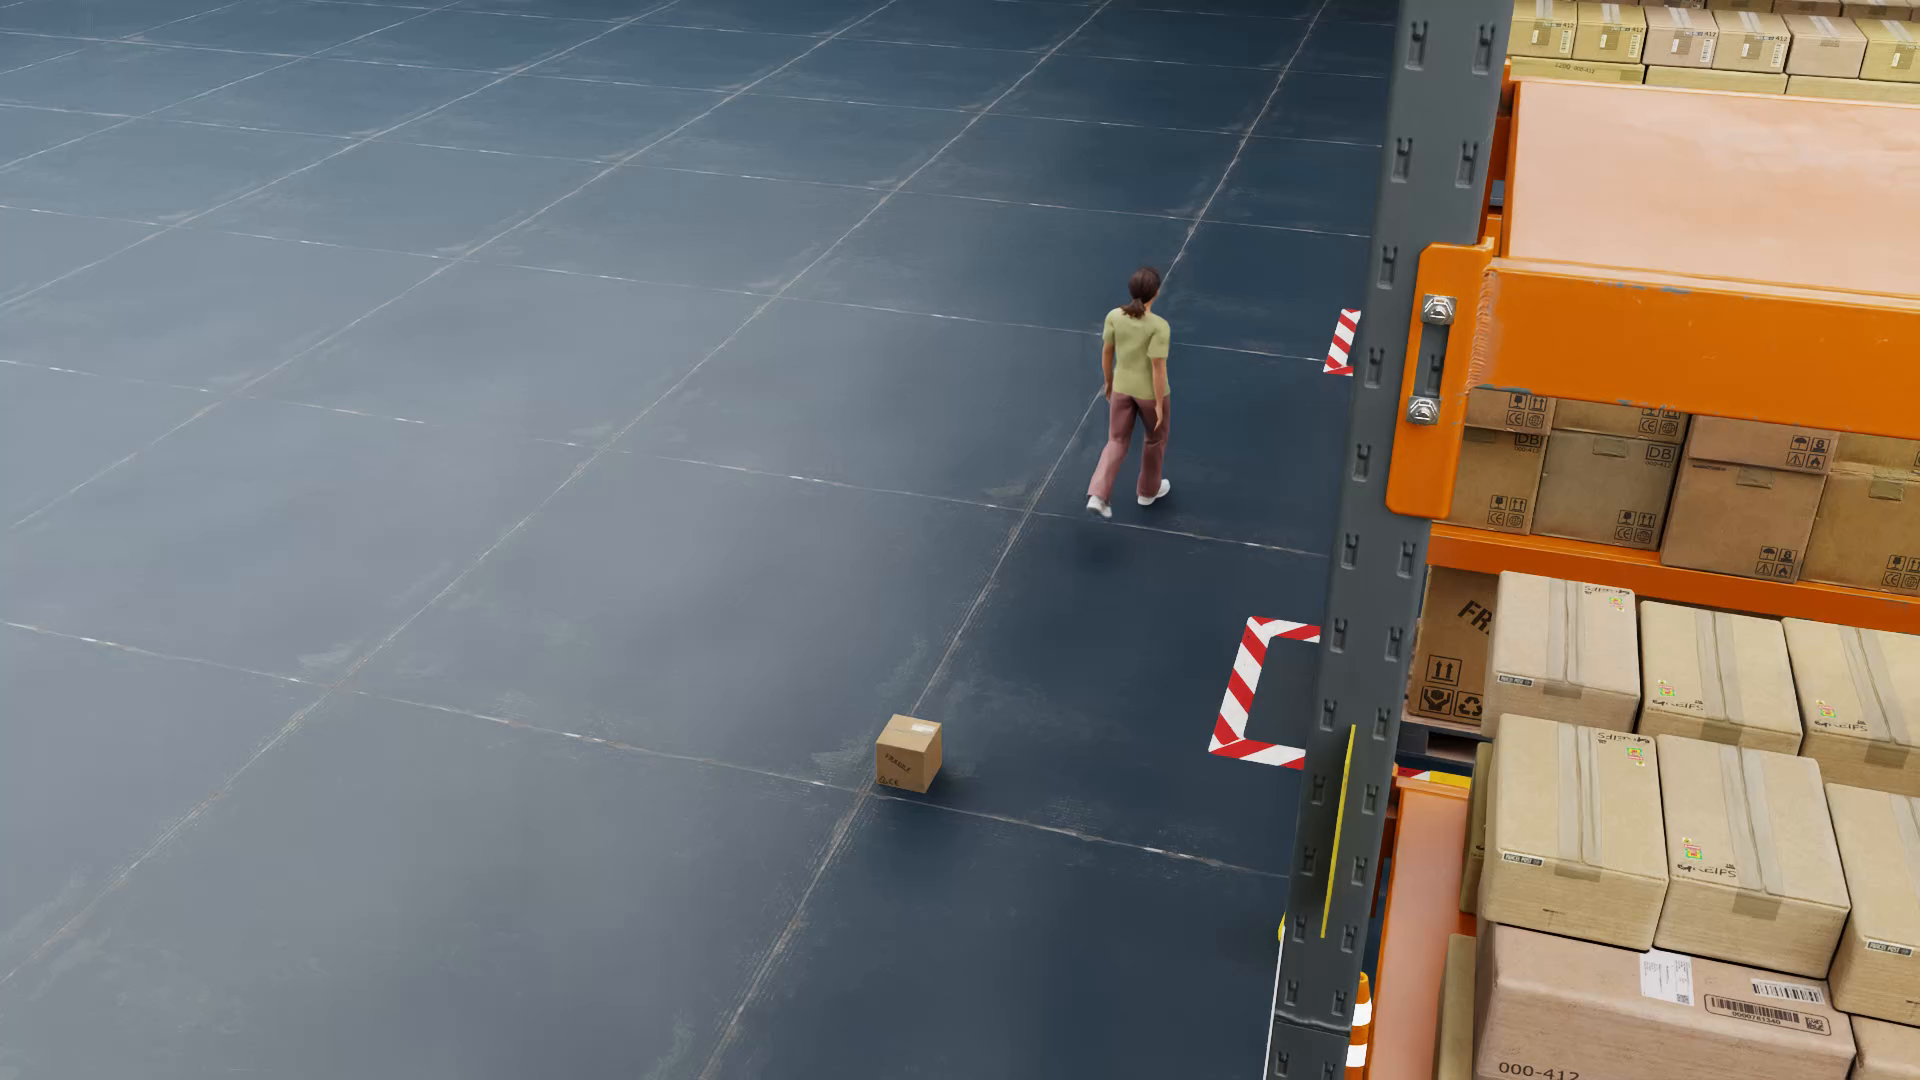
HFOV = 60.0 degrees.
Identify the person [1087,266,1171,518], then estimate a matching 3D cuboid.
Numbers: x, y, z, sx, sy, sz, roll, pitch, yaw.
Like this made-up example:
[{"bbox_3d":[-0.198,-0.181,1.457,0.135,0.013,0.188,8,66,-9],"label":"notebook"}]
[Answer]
[{"bbox_3d":[1.053,-0.881,10.062,0.454,1.635,0.882,16,33,26],"label":"person"}]
